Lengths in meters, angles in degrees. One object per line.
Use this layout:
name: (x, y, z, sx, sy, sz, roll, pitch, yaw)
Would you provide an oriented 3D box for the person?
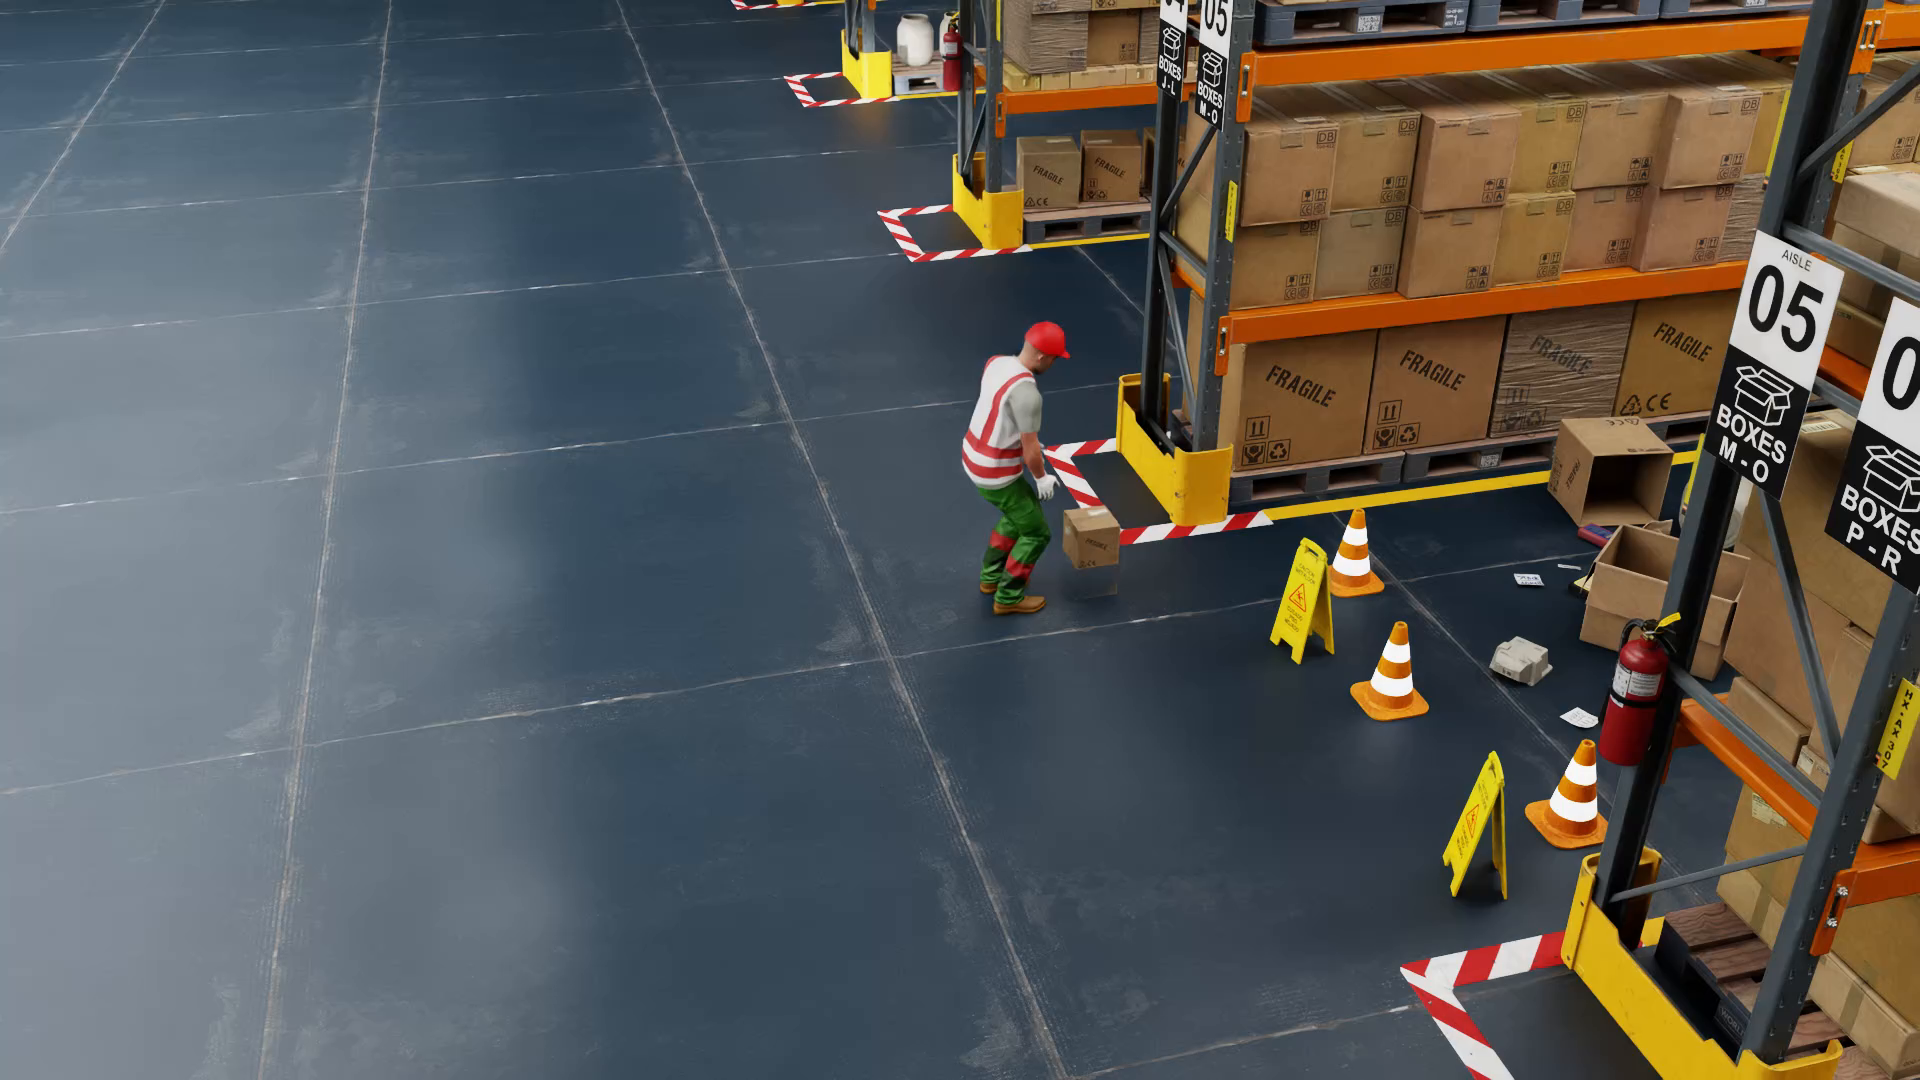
person: (0.302, -0.404, 9.062, 0.580, 1.647, 0.564, -7, 31, -12)
